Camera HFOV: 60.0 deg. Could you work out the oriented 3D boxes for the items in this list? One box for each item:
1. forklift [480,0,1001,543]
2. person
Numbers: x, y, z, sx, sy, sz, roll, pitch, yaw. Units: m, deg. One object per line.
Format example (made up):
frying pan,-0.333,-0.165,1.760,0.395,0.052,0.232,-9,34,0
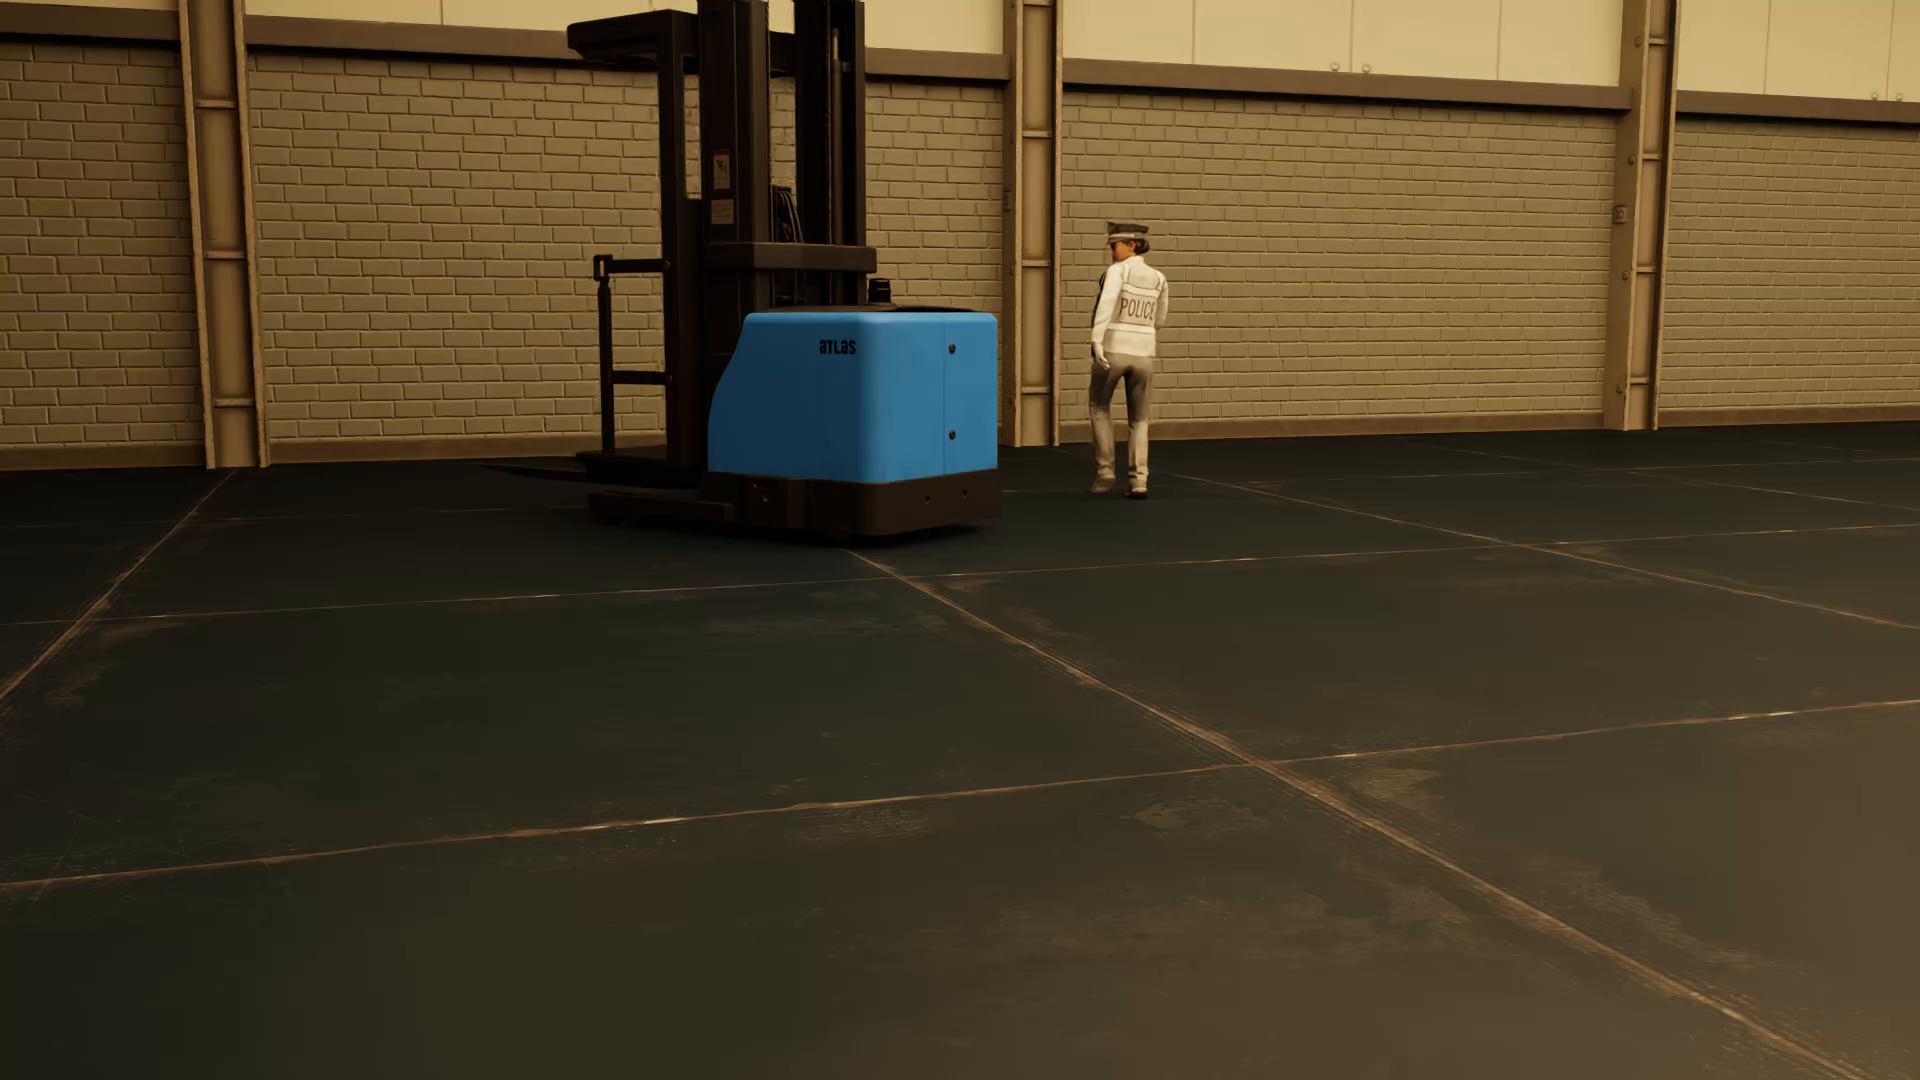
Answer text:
forklift,-1.289,-1.570,8.592,3.031,2.935,1.130,6,10,36
person,0.968,-1.025,9.744,0.577,1.666,0.734,-1,8,-11
